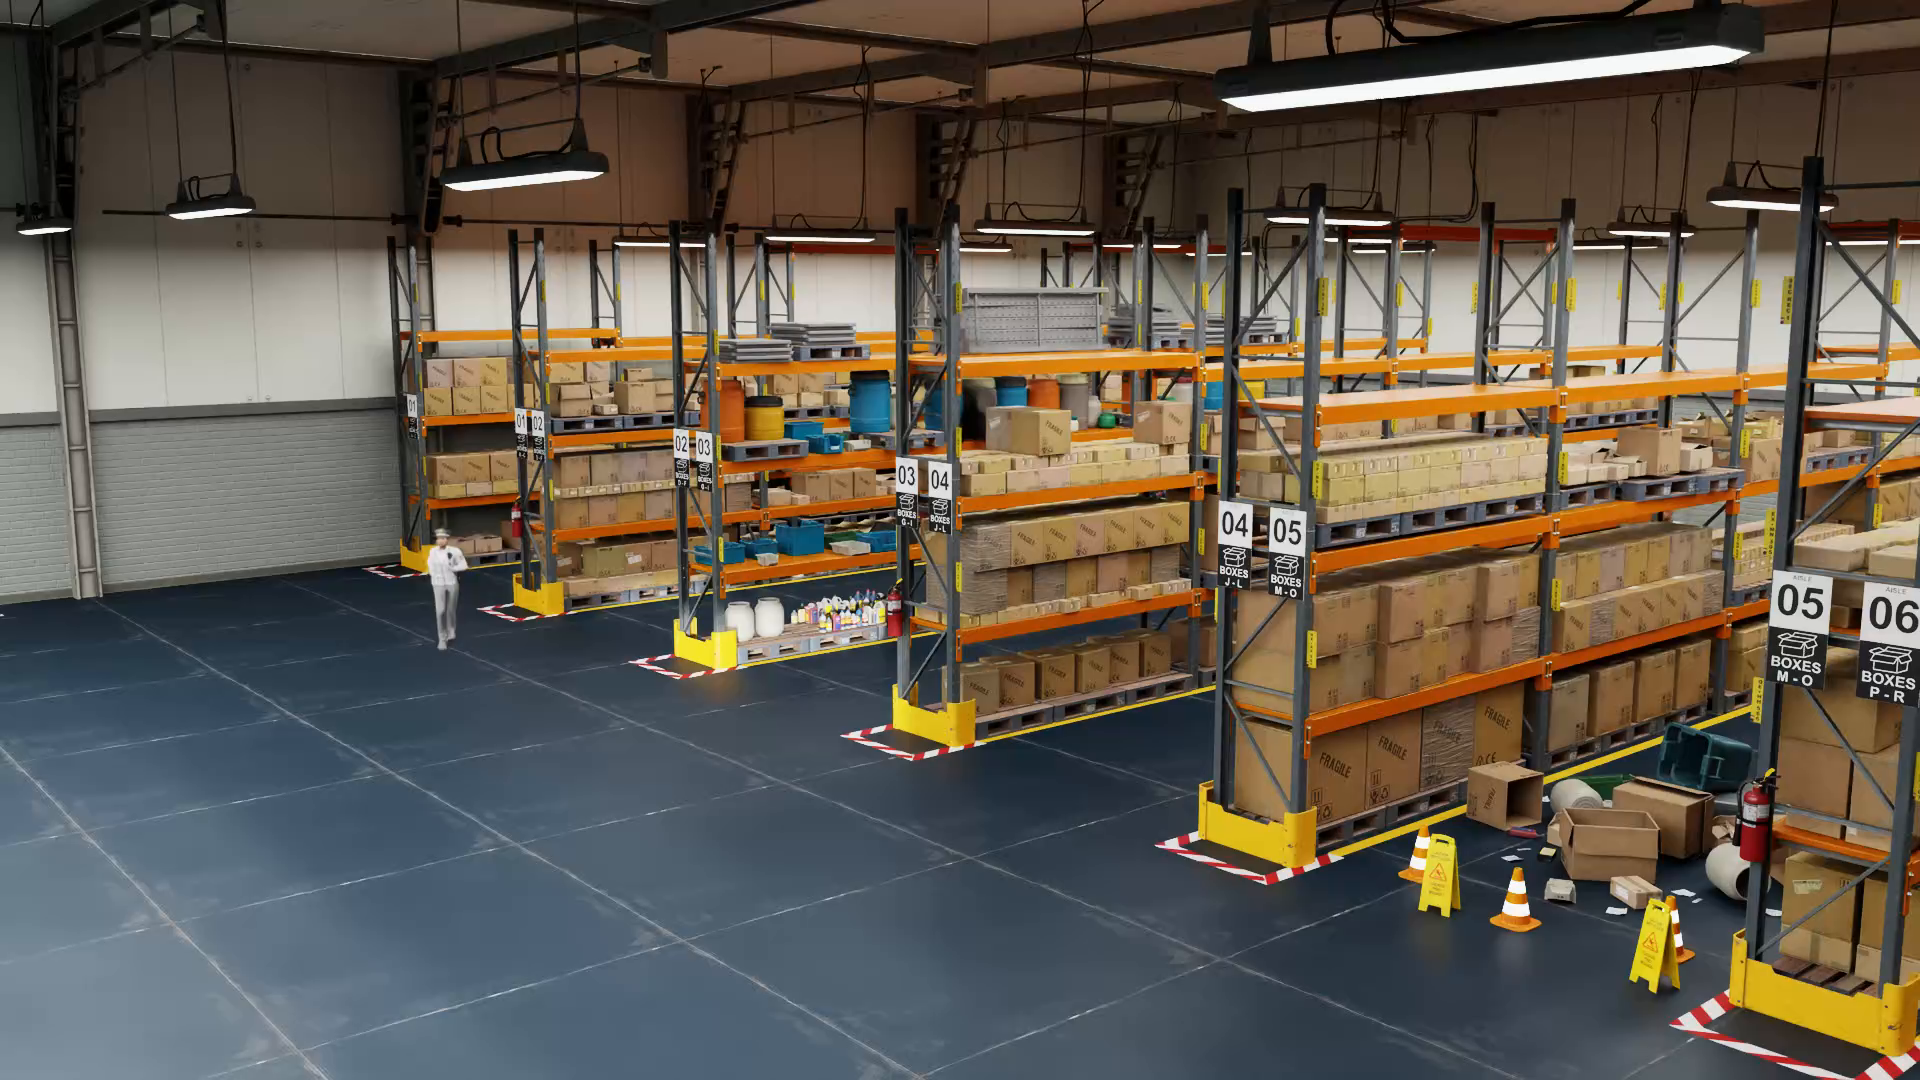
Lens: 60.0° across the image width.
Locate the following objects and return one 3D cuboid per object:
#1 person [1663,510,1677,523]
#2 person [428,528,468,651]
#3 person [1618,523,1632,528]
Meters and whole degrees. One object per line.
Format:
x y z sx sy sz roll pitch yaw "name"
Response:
11.055 0.295 26.158 0.652 1.738 0.615 8 12 42 "person"
-7.344 0.682 23.863 0.585 1.751 0.763 -2 9 -10 "person"
9.677 0.610 24.286 0.594 1.752 0.704 8 12 42 "person"
